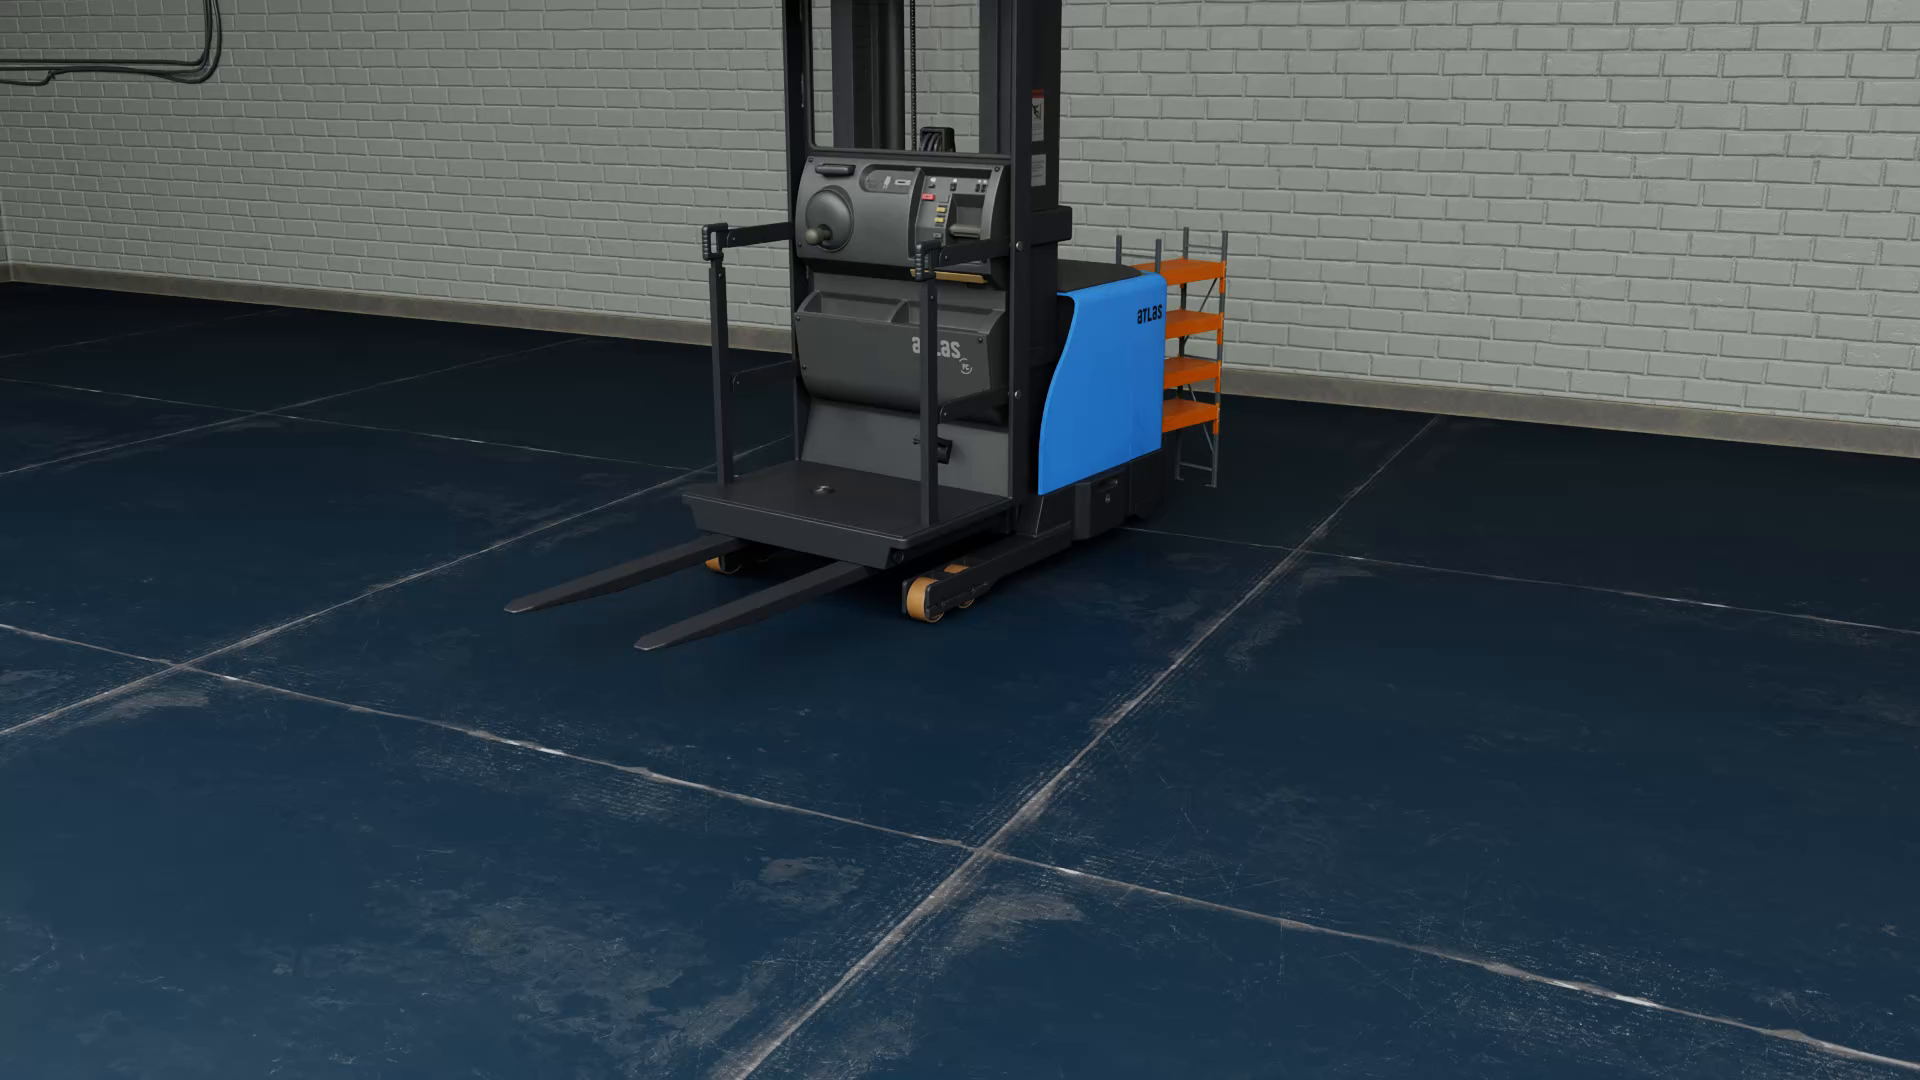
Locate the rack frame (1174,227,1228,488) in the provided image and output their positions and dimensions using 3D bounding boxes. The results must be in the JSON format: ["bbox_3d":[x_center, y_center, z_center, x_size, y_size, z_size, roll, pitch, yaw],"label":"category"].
[{"bbox_3d":[1.122,-0.847,7.768,0.240,1.200,0.015,16,23,42],"label":"rack frame"}]

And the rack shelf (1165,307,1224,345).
[{"bbox_3d":[0.952,-0.947,7.556,0.258,0.148,0.480,16,23,42],"label":"rack shelf"}]

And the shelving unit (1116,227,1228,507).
[{"bbox_3d":[0.952,-0.797,7.601,0.258,1.200,0.503,16,23,42],"label":"shelving unit"}]

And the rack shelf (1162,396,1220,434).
[{"bbox_3d":[0.952,-0.542,7.676,0.258,0.148,0.480,16,23,42],"label":"rack shelf"}]

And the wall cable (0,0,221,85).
[{"bbox_3d":[-7.126,-4.933,13.281,3.097,2.526,0.112,8,18,25],"label":"wall cable"}]

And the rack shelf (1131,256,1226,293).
[{"bbox_3d":[0.952,-1.174,7.489,0.258,0.148,0.480,16,23,42],"label":"rack shelf"}]

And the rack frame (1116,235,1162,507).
[{"bbox_3d":[0.781,-0.747,7.434,0.240,1.200,0.015,16,23,42],"label":"rack frame"}]

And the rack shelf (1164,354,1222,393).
[{"bbox_3d":[0.952,-0.733,7.620,0.258,0.148,0.480,16,23,42],"label":"rack shelf"}]

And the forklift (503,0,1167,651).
[{"bbox_3d":[-0.360,-1.260,6.120,1.130,2.935,3.031,11,20,34],"label":"forklift"}]
